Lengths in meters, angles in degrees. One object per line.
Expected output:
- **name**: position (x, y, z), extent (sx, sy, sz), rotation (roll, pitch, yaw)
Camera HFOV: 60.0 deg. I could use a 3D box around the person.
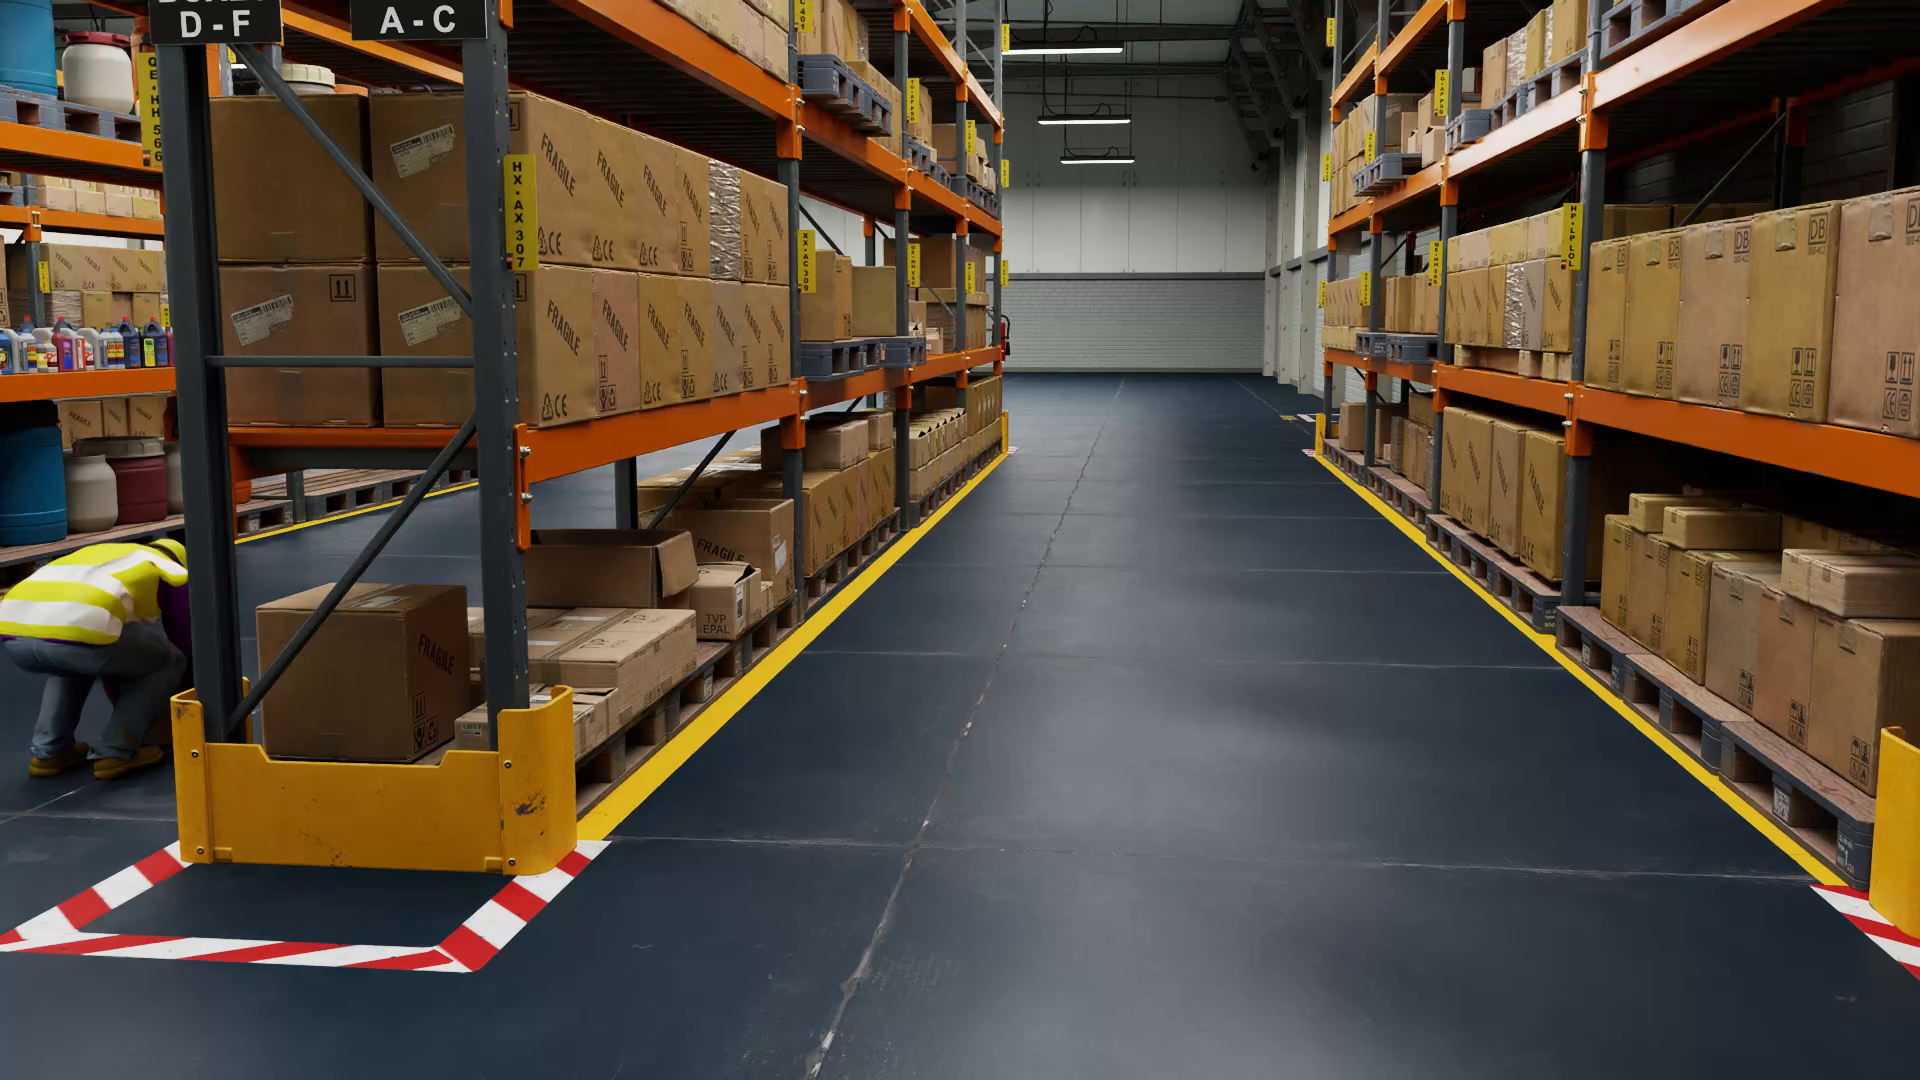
- **person**: position (-3.163, 0.428, 6.210), extent (0.525, 0.822, 0.973), rotation (1, 8, 8)
